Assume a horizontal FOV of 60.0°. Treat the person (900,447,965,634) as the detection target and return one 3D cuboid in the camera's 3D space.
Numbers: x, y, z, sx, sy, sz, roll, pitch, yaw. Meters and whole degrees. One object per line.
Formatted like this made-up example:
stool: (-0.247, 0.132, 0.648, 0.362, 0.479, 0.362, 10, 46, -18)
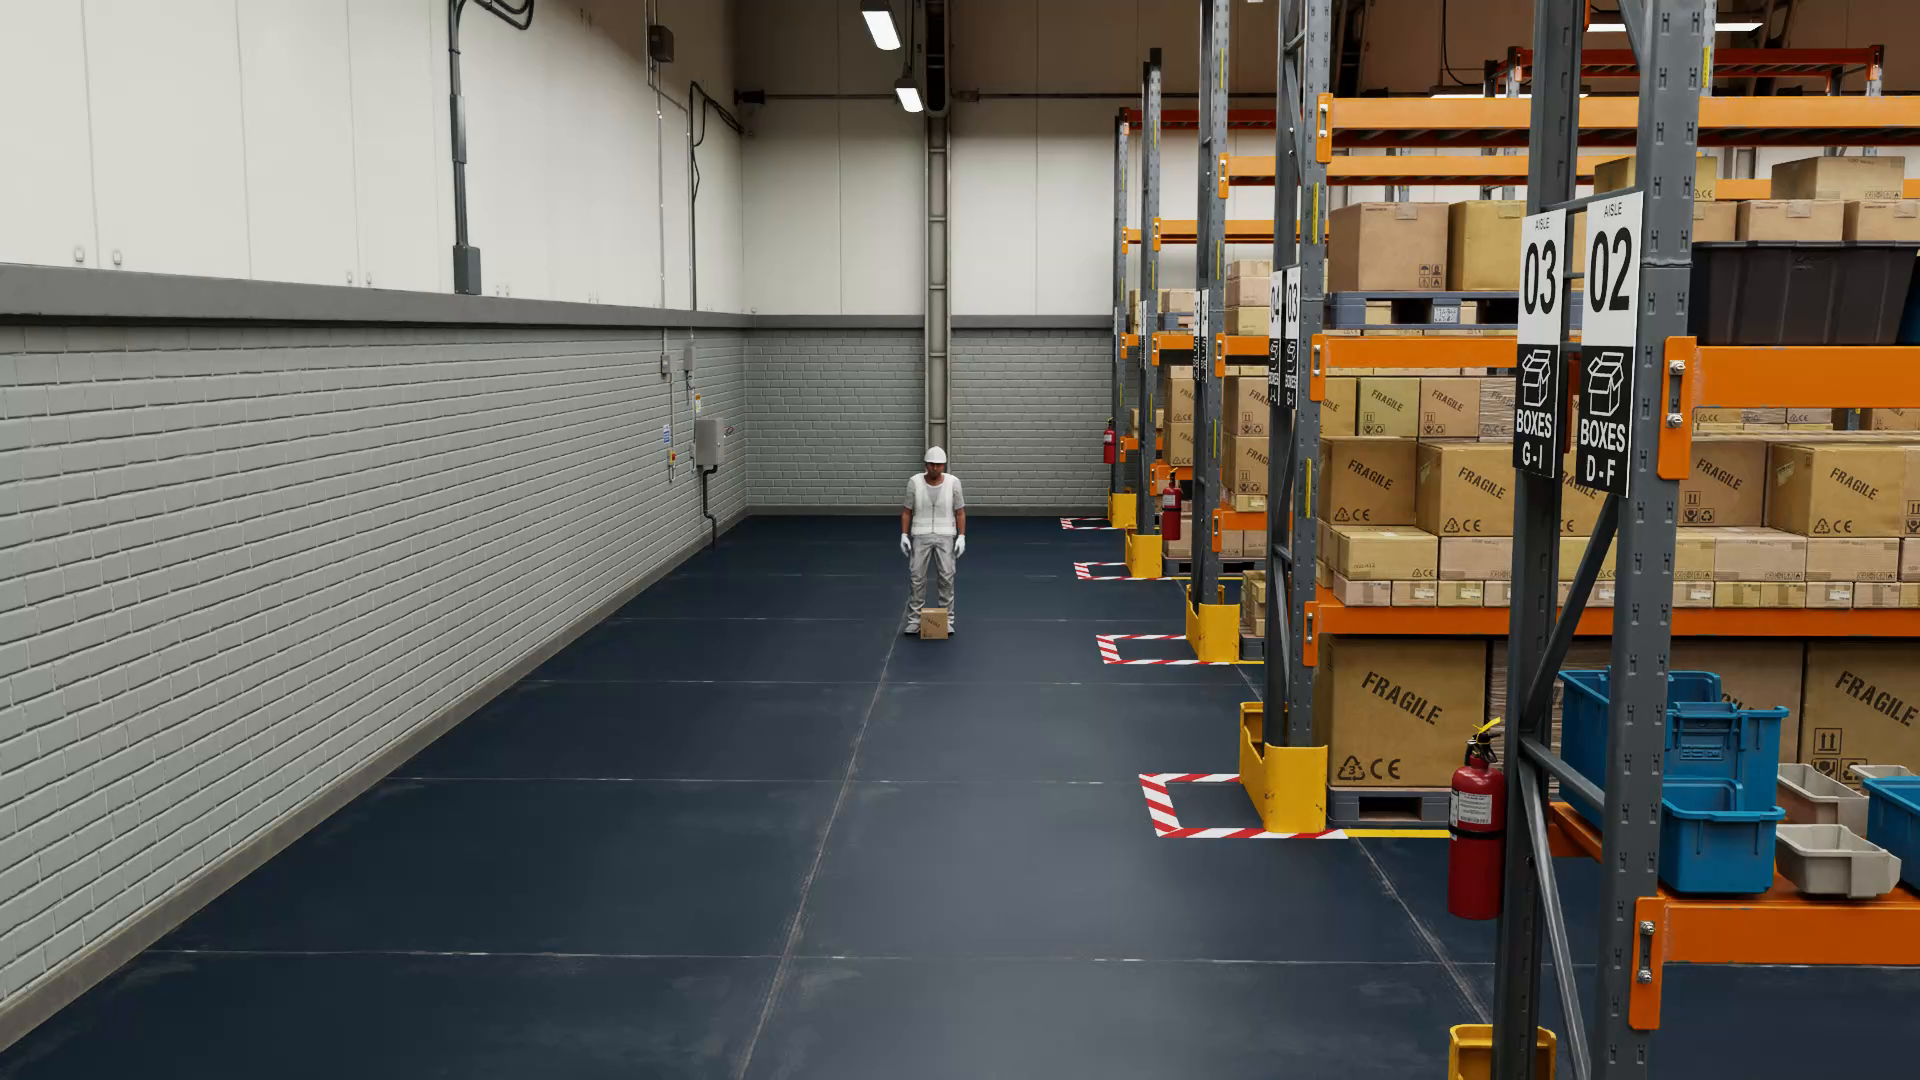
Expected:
person: (-0.257, -0.001, 15.733, 0.615, 1.773, 0.448, 0, 7, 0)
